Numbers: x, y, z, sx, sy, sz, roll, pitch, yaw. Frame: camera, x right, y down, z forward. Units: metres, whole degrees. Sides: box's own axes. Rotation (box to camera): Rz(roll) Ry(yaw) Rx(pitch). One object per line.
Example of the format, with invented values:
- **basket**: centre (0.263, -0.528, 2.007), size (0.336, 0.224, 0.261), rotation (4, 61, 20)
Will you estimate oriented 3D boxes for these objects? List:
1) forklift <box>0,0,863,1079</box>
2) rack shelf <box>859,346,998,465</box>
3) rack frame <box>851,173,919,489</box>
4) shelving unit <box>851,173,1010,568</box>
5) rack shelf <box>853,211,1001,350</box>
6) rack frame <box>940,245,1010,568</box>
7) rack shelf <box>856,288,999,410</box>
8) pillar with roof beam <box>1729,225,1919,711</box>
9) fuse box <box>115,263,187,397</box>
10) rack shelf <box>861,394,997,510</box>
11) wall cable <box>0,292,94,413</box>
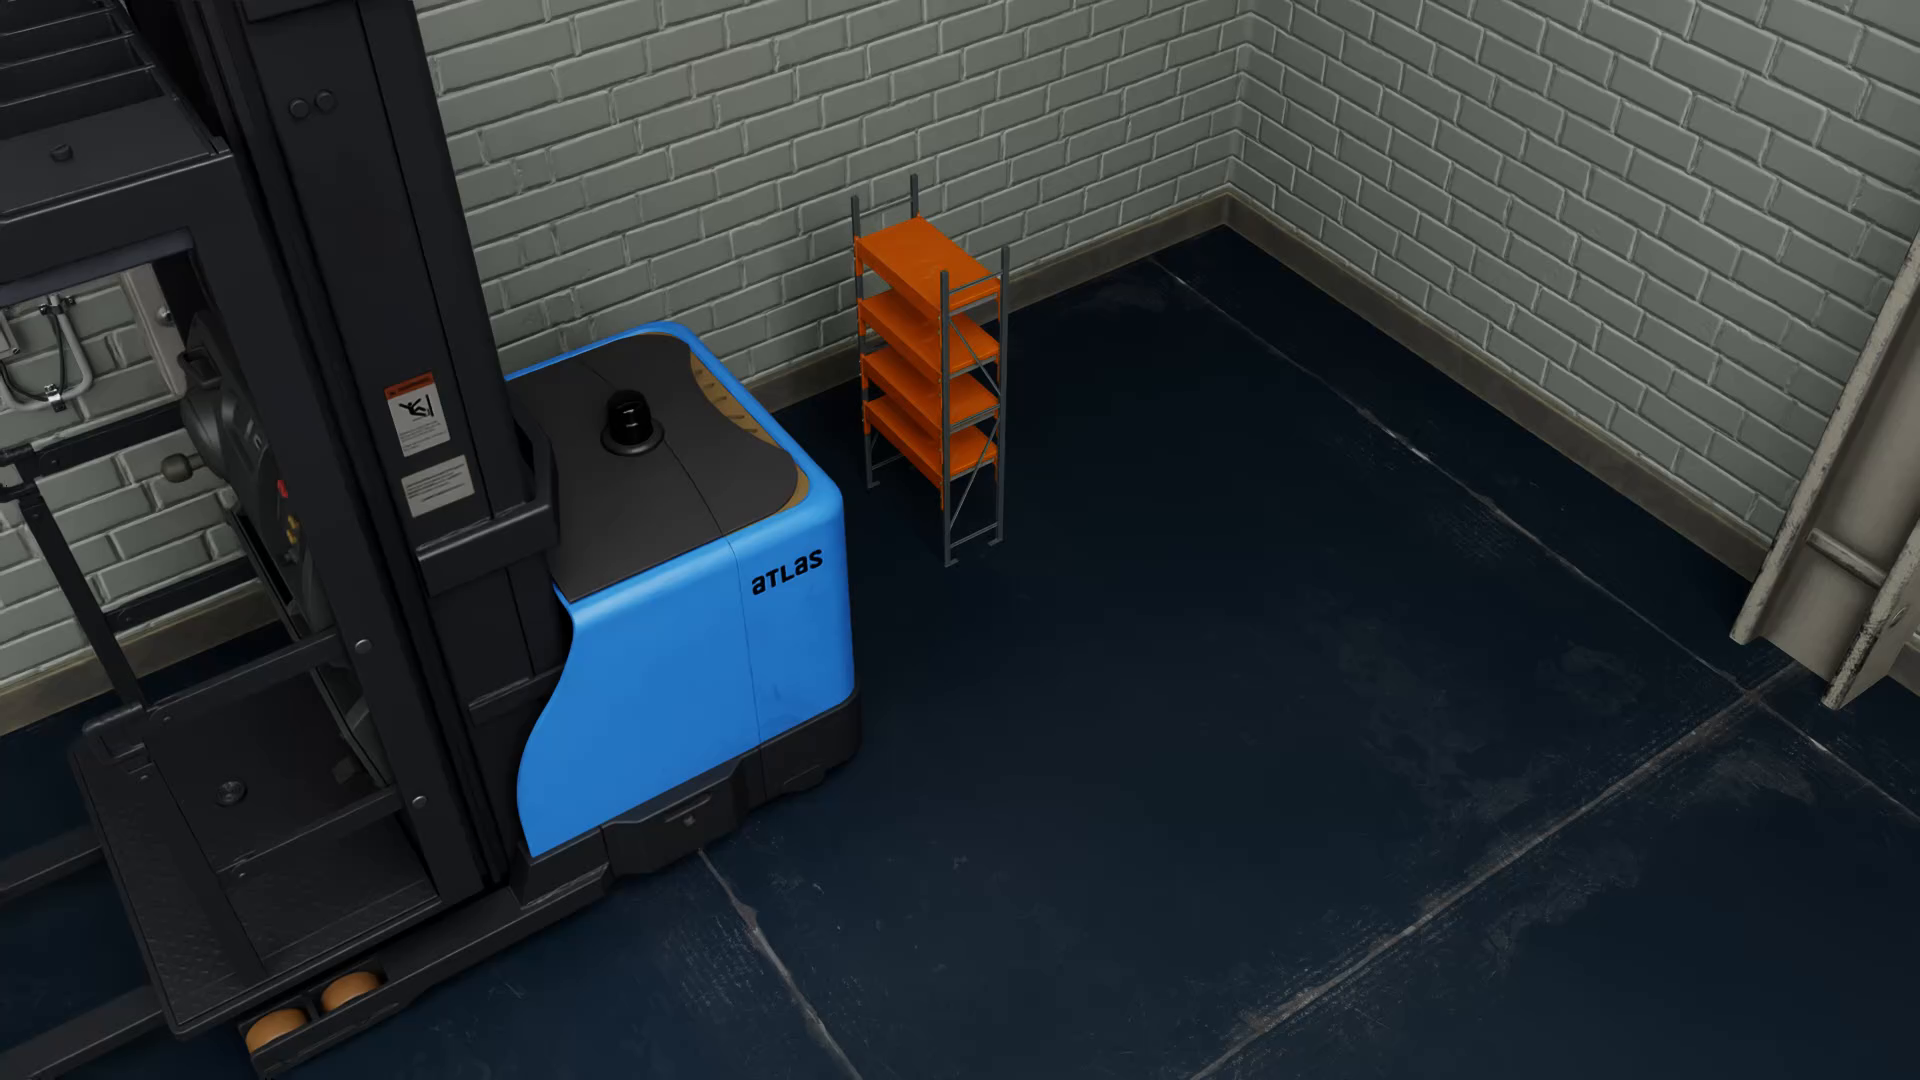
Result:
- **forklift**: centre (-1.797, -0.105, 3.737), size (3.031, 2.935, 1.130), rotation (-25, 49, -24)
- **rack shelf**: centre (-0.095, -0.479, 5.480), size (0.258, 0.148, 0.480), rotation (-26, 49, -24)
- **rack frame**: centre (-0.234, -0.666, 5.579), size (0.240, 1.200, 0.015), rotation (-26, 49, -24)
- **shelving unit**: centre (-0.095, -0.528, 5.434), size (0.258, 1.200, 0.503), rotation (-26, 49, -24)
- **rack shelf**: centre (-0.095, -0.812, 5.163), size (0.258, 0.148, 0.480), rotation (-26, 49, -24)
- **rack frame**: centre (0.045, -0.390, 5.289), size (0.240, 1.200, 0.015), rotation (-26, 49, -24)
- **rack shelf**: centre (-0.095, -0.641, 5.326), size (0.258, 0.148, 0.480), rotation (-26, 49, -24)
- **pillar with roof beam**: centre (-0.787, -1.192, 0.482), size (9.100, 9.000, 0.400), rotation (-26, 49, -24)
- **fuse box**: centre (-1.960, -0.342, 4.869), size (0.539, 1.711, 0.414), rotation (-26, 49, -24)
- **rack shelf**: centre (-0.095, -0.335, 5.617), size (0.258, 0.148, 0.480), rotation (-26, 49, -24)
- **wall cable**: centre (-2.610, -0.995, 3.885), size (0.588, 1.984, 0.122), rotation (-26, 49, -24)
